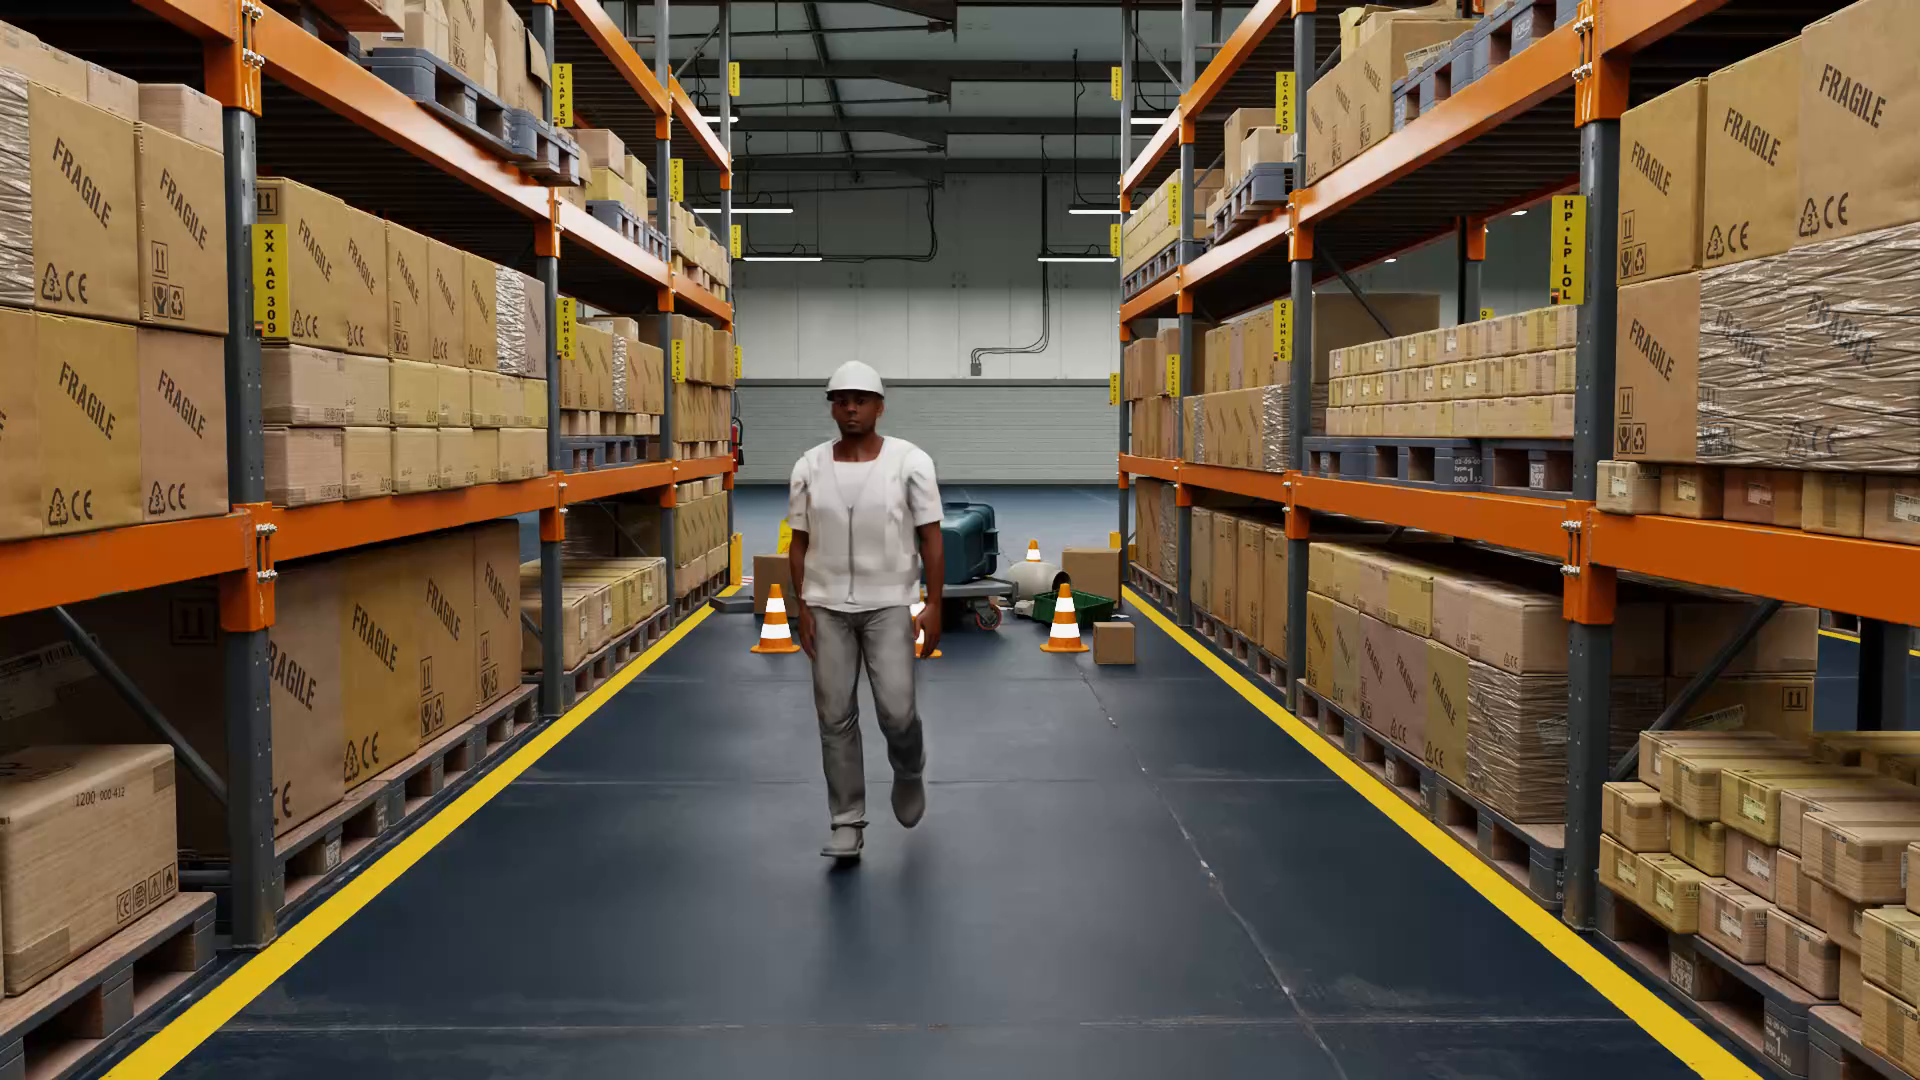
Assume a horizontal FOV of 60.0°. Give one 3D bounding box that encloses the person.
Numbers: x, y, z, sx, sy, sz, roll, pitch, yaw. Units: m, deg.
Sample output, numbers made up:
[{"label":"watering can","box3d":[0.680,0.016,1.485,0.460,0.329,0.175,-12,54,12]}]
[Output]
[{"label":"person","box3d":[-0.332,0.238,5.999,0.575,1.756,0.543,1,4,10]}]
